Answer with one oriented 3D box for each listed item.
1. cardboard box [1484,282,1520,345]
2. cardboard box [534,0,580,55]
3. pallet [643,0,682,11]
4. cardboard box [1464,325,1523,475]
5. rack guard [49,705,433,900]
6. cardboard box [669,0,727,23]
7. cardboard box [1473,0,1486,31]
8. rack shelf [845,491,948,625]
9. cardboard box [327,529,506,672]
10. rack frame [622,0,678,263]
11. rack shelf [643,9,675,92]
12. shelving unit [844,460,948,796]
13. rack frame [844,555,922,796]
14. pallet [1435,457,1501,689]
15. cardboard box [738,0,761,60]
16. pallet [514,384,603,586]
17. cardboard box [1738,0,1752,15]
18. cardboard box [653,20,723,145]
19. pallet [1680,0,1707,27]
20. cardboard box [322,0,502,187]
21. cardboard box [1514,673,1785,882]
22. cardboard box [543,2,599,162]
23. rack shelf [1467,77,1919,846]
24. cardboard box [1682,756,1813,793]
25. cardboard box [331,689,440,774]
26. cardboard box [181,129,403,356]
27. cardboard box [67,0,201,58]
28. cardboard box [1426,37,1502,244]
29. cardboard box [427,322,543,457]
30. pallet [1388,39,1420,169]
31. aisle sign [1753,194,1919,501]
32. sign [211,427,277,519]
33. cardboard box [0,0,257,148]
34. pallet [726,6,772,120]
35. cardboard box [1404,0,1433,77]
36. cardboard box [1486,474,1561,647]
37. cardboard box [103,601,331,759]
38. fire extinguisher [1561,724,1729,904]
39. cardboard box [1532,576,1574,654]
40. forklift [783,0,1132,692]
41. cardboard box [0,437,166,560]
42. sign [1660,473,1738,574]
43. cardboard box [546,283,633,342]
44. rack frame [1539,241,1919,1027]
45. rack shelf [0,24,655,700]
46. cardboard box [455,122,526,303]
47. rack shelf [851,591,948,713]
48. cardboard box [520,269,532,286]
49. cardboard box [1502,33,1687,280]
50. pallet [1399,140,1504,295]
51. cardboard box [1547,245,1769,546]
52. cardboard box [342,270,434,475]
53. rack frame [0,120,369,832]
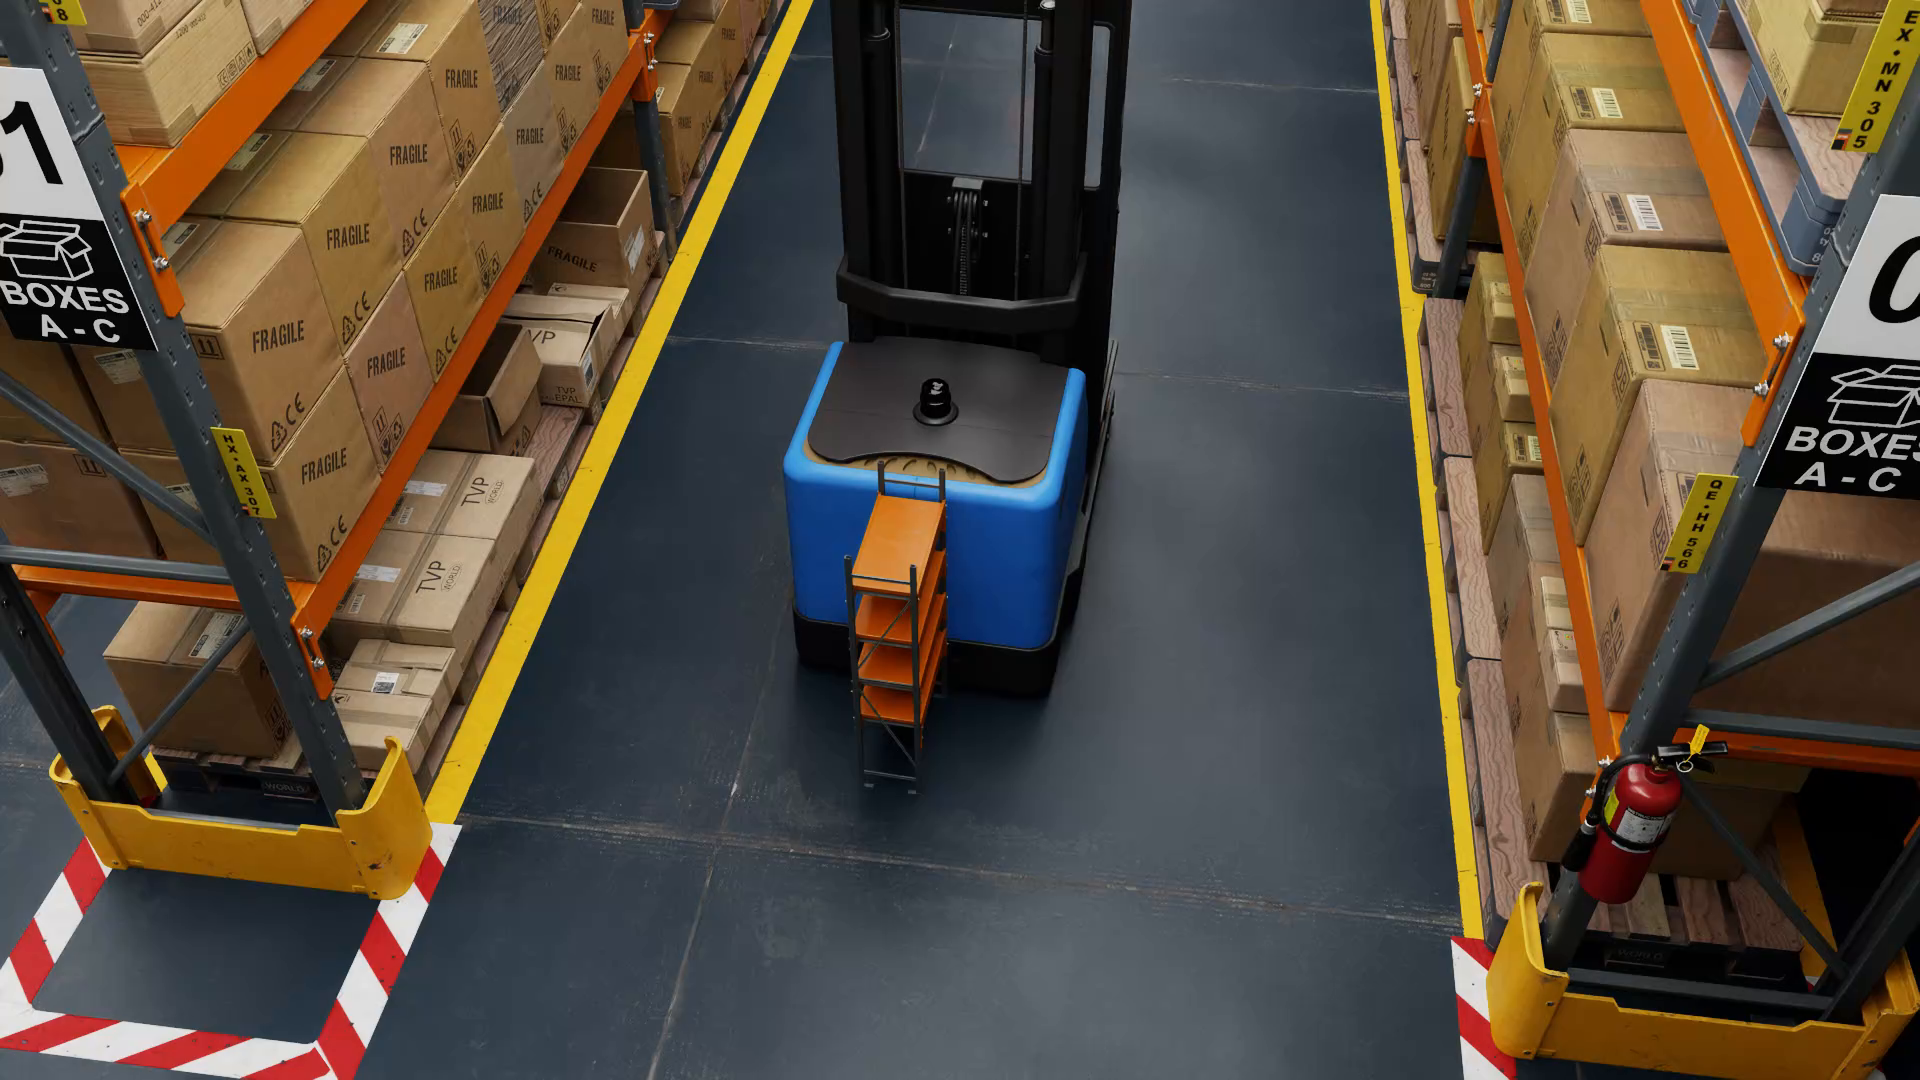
[{"bbox_3d":[2.468,-0.962,7.147,0.380,0.149,0.250,7,44,7],"label":"cardboard box"},{"bbox_3d":[-1.892,-2.328,6.749,0.500,0.500,0.500,4,44,5],"label":"cardboard box"},{"bbox_3d":[-1.802,-3.111,8.516,1.003,0.211,1.213,5,44,6],"label":"pallet"},{"bbox_3d":[2.624,-0.601,7.238,0.700,0.500,0.500,5,44,5],"label":"cardboard box"},{"bbox_3d":[-2.535,0.936,5.920,1.175,0.500,0.348,5,44,6],"label":"rack guard"},{"bbox_3d":[-1.579,-3.160,9.380,0.500,0.250,0.500,5,44,6],"label":"cardboard box"},{"bbox_3d":[2.668,-2.545,7.946,0.380,0.149,0.250,6,44,6],"label":"cardboard box"},{"bbox_3d":[-0.216,0.056,5.769,0.258,0.148,0.480,7,44,8],"label":"rack shelf"},{"bbox_3d":[-2.126,0.233,6.524,0.500,0.250,0.500,5,44,6],"label":"cardboard box"},{"bbox_3d":[-2.016,-2.646,7.885,1.000,3.000,0.127,5,44,6],"label":"rack frame"},{"bbox_3d":[-1.752,-3.748,9.572,1.077,0.370,4.000,5,44,6],"label":"rack shelf"},{"bbox_3d":[-0.216,0.341,6.039,0.258,1.200,0.503,7,44,8],"label":"shelving unit"},{"bbox_3d":[-0.262,0.506,5.865,0.240,1.200,0.015,7,44,8],"label":"rack frame"},{"bbox_3d":[2.558,0.159,6.951,1.003,0.211,1.213,5,44,6],"label":"pallet"},{"bbox_3d":[-1.510,-3.255,10.026,0.500,0.500,0.500,4,44,4],"label":"cardboard box"},{"bbox_3d":[-2.267,-0.332,7.469,1.003,0.211,1.213,5,44,6],"label":"pallet"},{"bbox_3d":[2.267,-1.574,4.302,0.500,0.250,0.500,4,44,4],"label":"cardboard box"},{"bbox_3d":[-1.651,-2.570,9.303,0.500,0.500,0.500,6,44,6],"label":"cardboard box"},{"bbox_3d":[2.612,-1.870,4.948,1.003,0.211,1.213,5,44,6],"label":"pallet"},{"bbox_3d":[-2.026,-1.642,6.024,0.500,0.500,0.500,5,44,5],"label":"cardboard box"},{"bbox_3d":[2.359,0.797,5.762,0.700,0.500,0.500,5,44,6],"label":"cardboard box"},{"bbox_3d":[-1.895,-1.967,7.095,0.500,0.500,0.500,6,44,7],"label":"cardboard box"},{"bbox_3d":[2.630,-0.574,6.220,1.077,0.370,4.000,5,44,6],"label":"rack shelf"},{"bbox_3d":[2.541,0.665,5.430,0.380,0.149,0.250,6,44,6],"label":"cardboard box"},{"bbox_3d":[-2.149,0.701,6.103,0.380,0.149,0.250,5,44,6],"label":"cardboard box"},{"bbox_3d":[-2.163,-0.955,5.299,0.500,0.500,0.500,6,44,6],"label":"cardboard box"},{"bbox_3d":[-2.219,-1.463,4.199,0.500,0.250,0.500,5,44,6],"label":"cardboard box"},{"bbox_3d":[2.852,-2.025,8.487,0.750,0.750,0.750,6,44,6],"label":"cardboard box"},{"bbox_3d":[-2.260,-0.619,7.239,0.797,0.503,0.637,5,44,6],"label":"cardboard box"},{"bbox_3d":[3.081,-2.552,9.814,1.003,0.211,1.213,5,44,6],"label":"pallet"},{"bbox_3d":[2.059,-0.395,3.616,0.394,0.787,0.004,5,44,6],"label":"aisle sign"},{"bbox_3d":[-2.007,-0.185,4.656,0.100,0.325,0.005,5,44,6],"label":"sign"},{"bbox_3d":[-2.225,-1.282,4.372,0.500,0.250,0.500,5,44,6],"label":"cardboard box"},{"bbox_3d":[-1.787,-3.025,10.314,1.003,0.211,1.213,5,44,6],"label":"pallet"},{"bbox_3d":[3.074,-3.211,9.739,0.750,0.750,0.750,5,44,5],"label":"cardboard box"},{"bbox_3d":[2.491,0.113,6.484,0.700,0.500,0.500,4,44,4],"label":"cardboard box"},{"bbox_3d":[-2.717,0.435,6.129,0.500,0.500,0.500,5,44,6],"label":"cardboard box"},{"bbox_3d":[1.888,0.752,4.624,0.296,0.674,0.183,5,44,6],"label":"fire extinguisher"},{"bbox_3d":[2.228,0.283,5.833,0.380,0.149,0.250,6,44,7],"label":"cardboard box"},{"bbox_3d":[0.117,-1.490,6.714,1.130,2.935,3.031,7,44,8],"label":"forklift"},{"bbox_3d":[-2.756,-0.286,5.320,0.500,0.500,0.500,6,44,7],"label":"cardboard box"},{"bbox_3d":[1.830,-0.038,4.116,0.100,0.325,0.005,5,44,6],"label":"sign"},{"bbox_3d":[-1.800,-1.096,8.001,0.380,0.149,0.250,5,44,6],"label":"cardboard box"},{"bbox_3d":[2.366,0.528,4.533,1.000,3.000,0.127,5,44,6],"label":"rack frame"},{"bbox_3d":[-2.281,-1.022,6.693,1.077,0.370,4.000,5,44,6],"label":"rack shelf"},{"bbox_3d":[-2.025,-1.269,6.358,0.500,0.500,0.500,6,44,6],"label":"cardboard box"},{"bbox_3d":[-0.216,0.390,6.085,0.258,0.148,0.480,7,44,8],"label":"rack shelf"},{"bbox_3d":[-2.286,-1.563,8.377,0.500,0.311,0.500,5,44,6],"label":"cardboard box"},{"bbox_3d":[2.705,-1.442,6.395,0.980,0.700,0.700,4,44,4],"label":"cardboard box"},{"bbox_3d":[2.922,-1.719,8.934,1.003,0.211,1.213,5,44,6],"label":"pallet"},{"bbox_3d":[2.508,-0.427,5.323,0.980,0.700,0.700,5,44,5],"label":"cardboard box"},{"bbox_3d":[-2.162,-0.587,5.638,0.500,0.500,0.500,5,44,5],"label":"cardboard box"},{"bbox_3d":[-2.545,0.080,5.006,1.000,3.000,0.127,5,44,6],"label":"rack frame"}]
